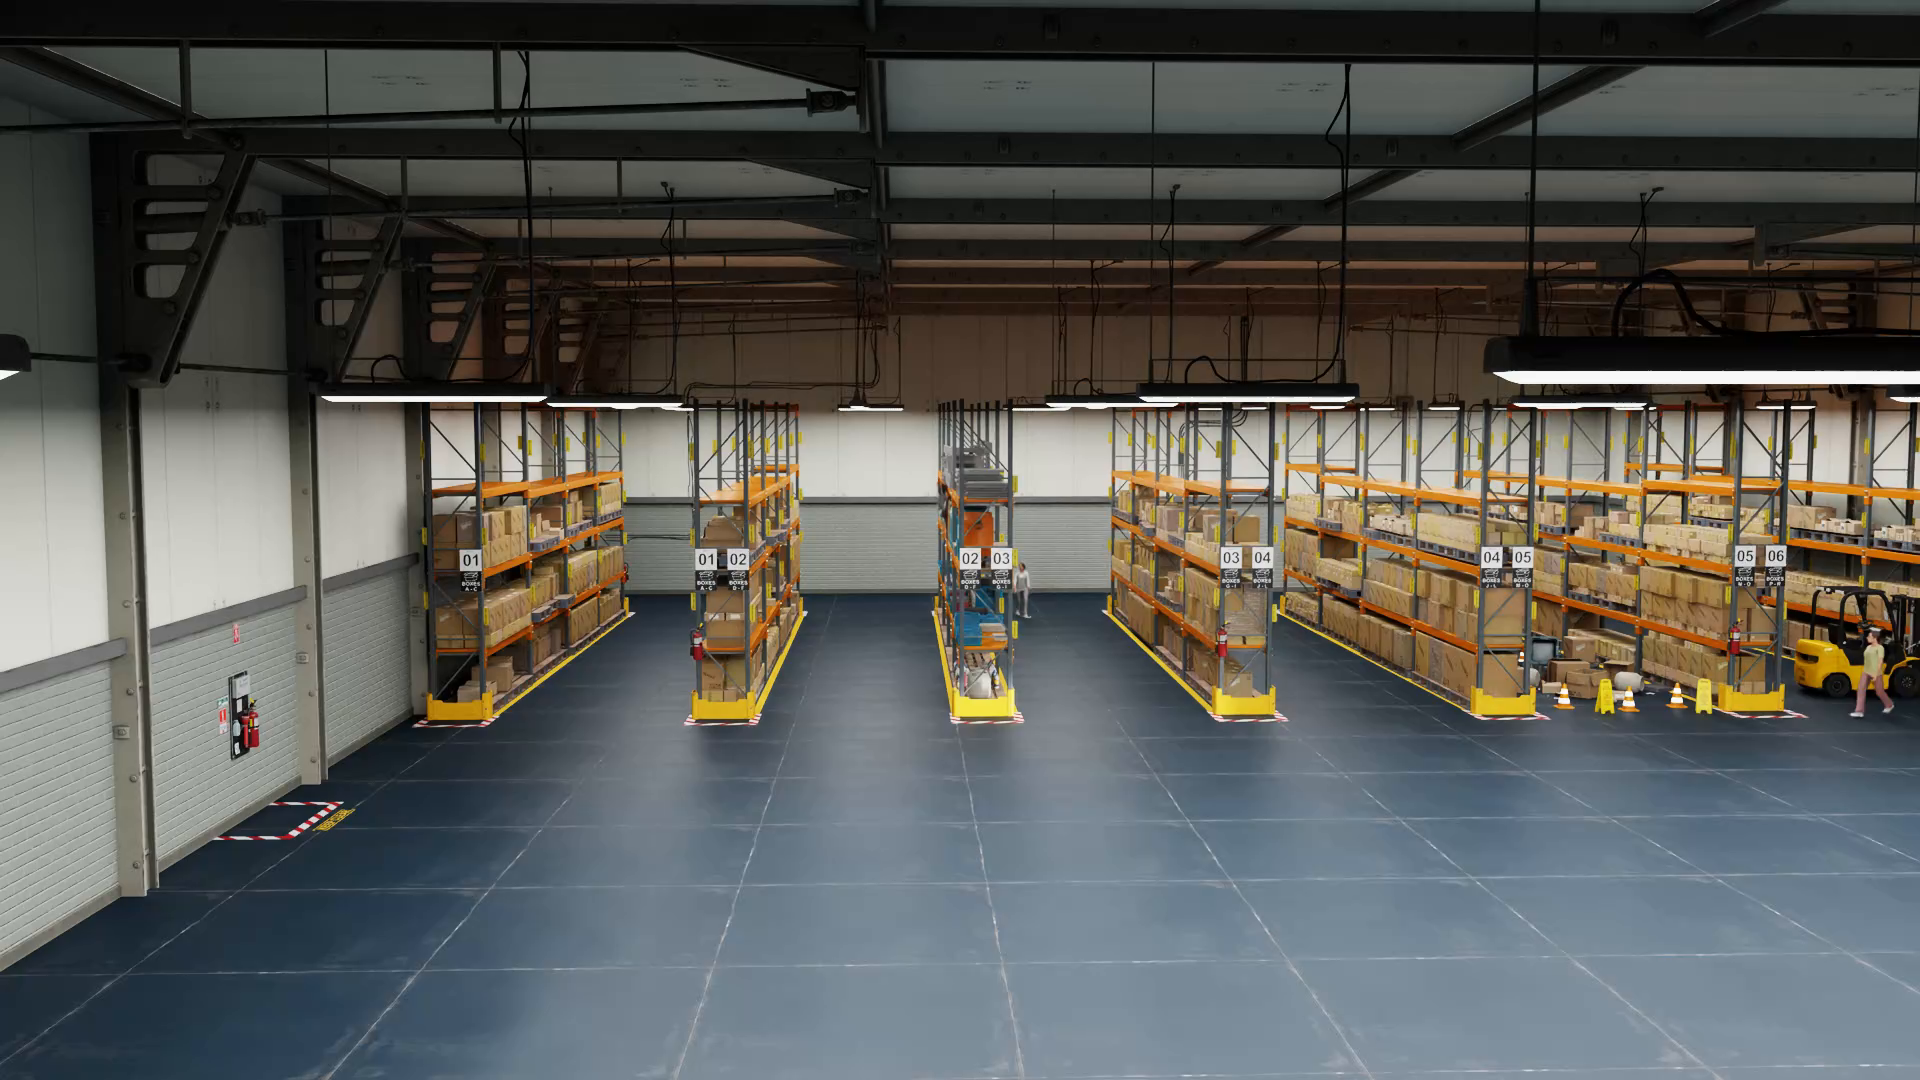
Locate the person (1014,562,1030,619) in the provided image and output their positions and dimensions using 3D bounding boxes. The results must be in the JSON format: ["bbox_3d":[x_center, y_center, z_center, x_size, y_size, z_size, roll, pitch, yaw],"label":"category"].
[{"bbox_3d":[1.738,1.404,46.647,0.465,1.547,0.890,-1,4,-7],"label":"person"}]

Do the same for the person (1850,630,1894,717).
[{"bbox_3d":[17.230,2.518,31.332,0.984,1.636,0.425,-2,5,-27],"label":"person"}]
